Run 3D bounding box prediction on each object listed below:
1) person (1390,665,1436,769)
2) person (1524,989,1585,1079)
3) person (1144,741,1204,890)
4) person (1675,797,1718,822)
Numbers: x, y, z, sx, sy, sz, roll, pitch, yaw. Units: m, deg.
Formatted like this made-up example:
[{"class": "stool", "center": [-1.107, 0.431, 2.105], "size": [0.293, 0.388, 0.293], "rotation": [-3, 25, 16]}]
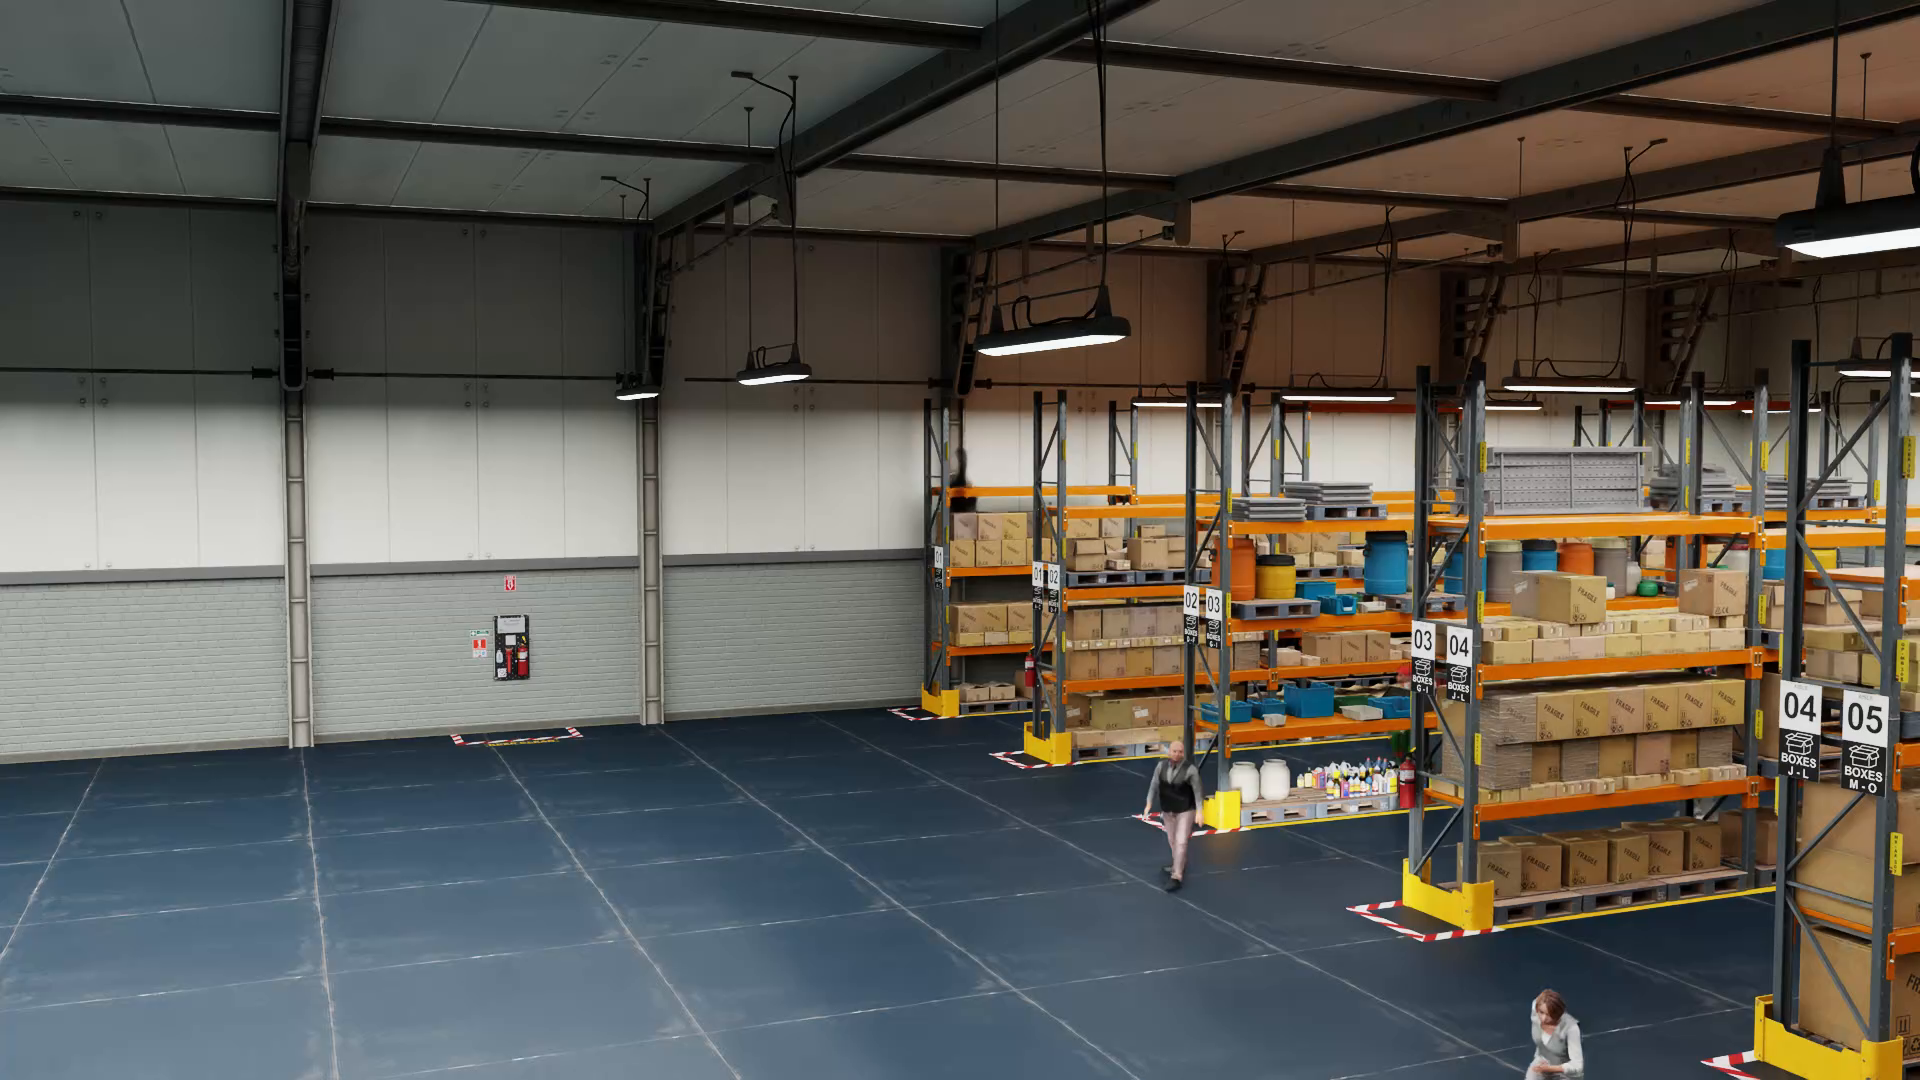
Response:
[{"class": "person", "center": [6.986, 2.789, 25.710], "size": [0.746, 1.722, 0.700], "rotation": [1, 3, 16]}, {"class": "person", "center": [4.208, 3.777, 11.760], "size": [0.507, 1.365, 0.926], "rotation": [3, 4, 41]}, {"class": "person", "center": [2.515, 3.172, 19.496], "size": [0.653, 1.674, 0.888], "rotation": [3, 4, 38]}, {"class": "person", "center": [9.906, 2.967, 22.416], "size": [0.769, 1.721, 0.700], "rotation": [-1, 3, -10]}]
